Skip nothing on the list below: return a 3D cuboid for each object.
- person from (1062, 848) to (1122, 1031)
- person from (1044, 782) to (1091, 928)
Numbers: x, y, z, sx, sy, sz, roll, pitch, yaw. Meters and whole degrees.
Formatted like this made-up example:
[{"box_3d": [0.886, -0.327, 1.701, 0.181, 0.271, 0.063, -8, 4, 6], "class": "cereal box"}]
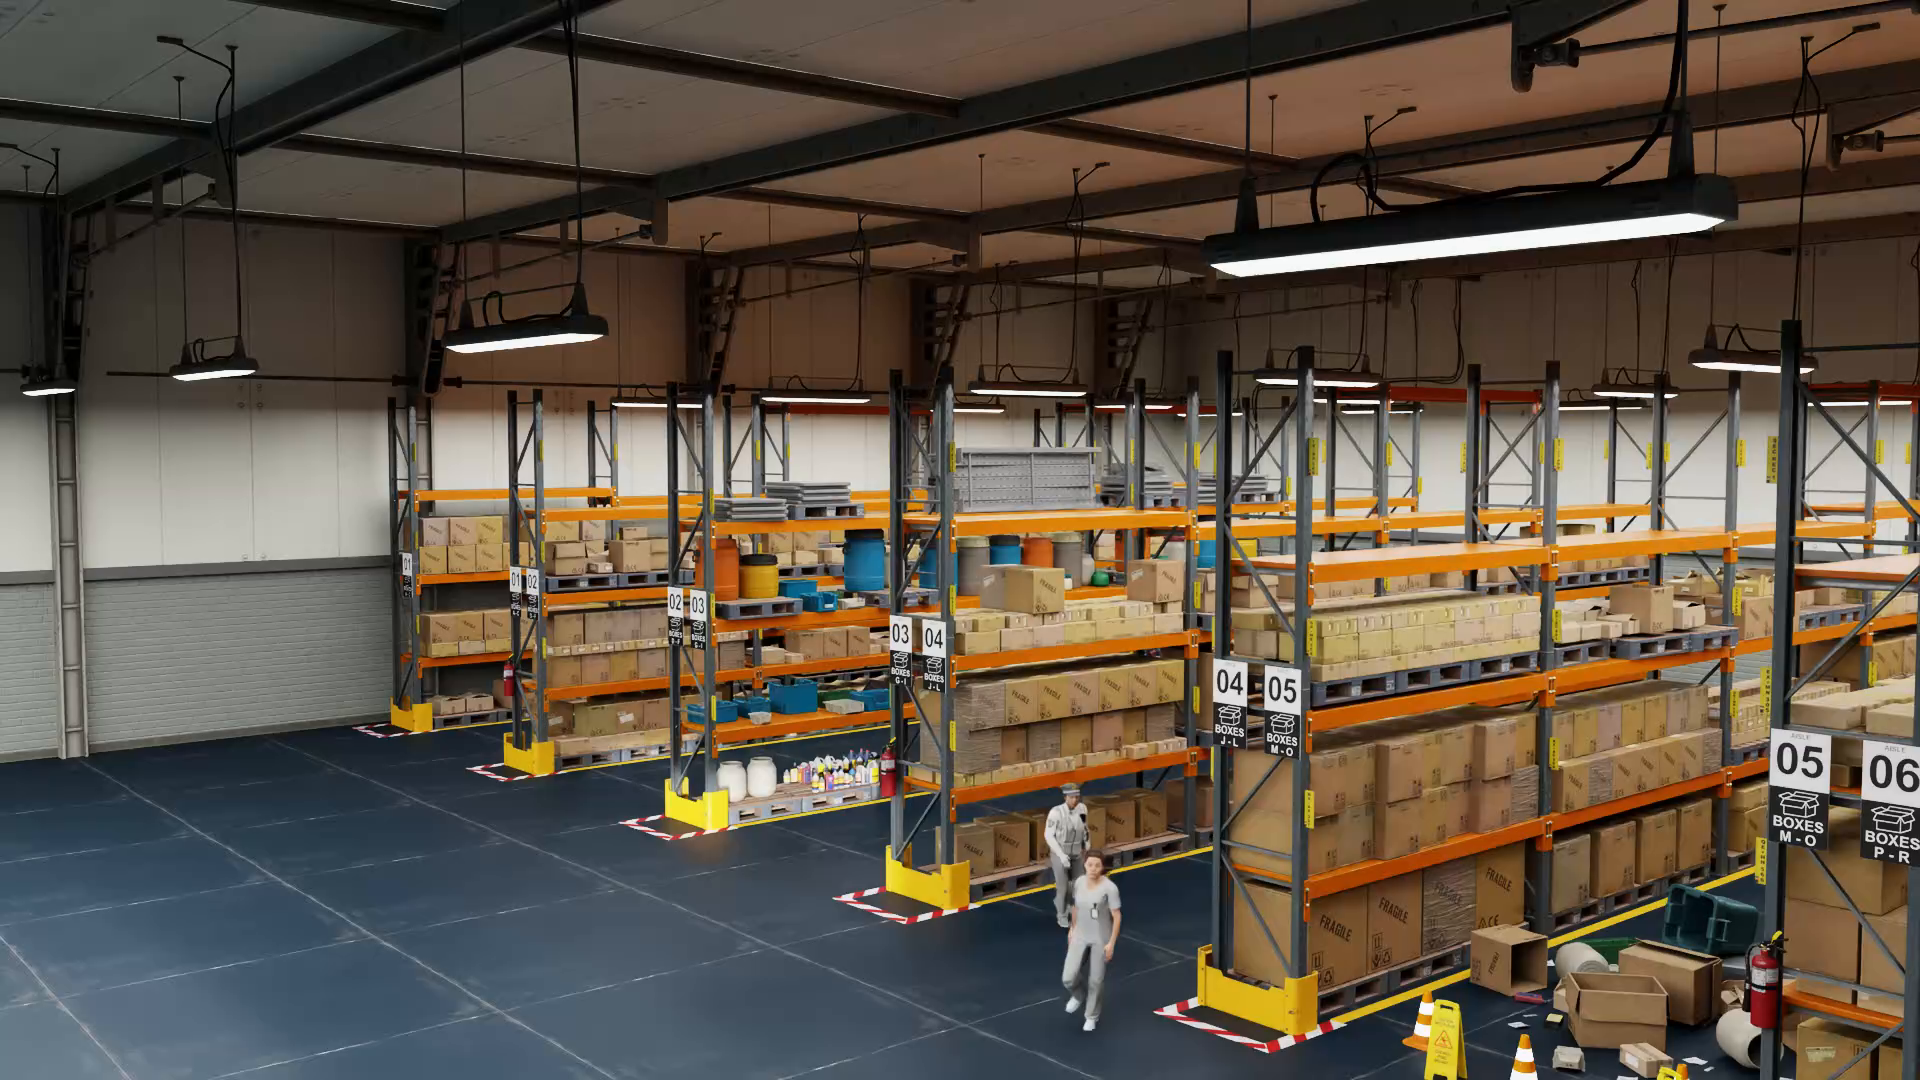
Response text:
[{"box_3d": [1.161, 3.497, 14.557, 0.566, 1.647, 0.523, 1, 4, 21], "class": "person"}, {"box_3d": [1.105, 3.324, 17.731, 0.574, 1.605, 0.714, -1, 4, -24], "class": "person"}]
